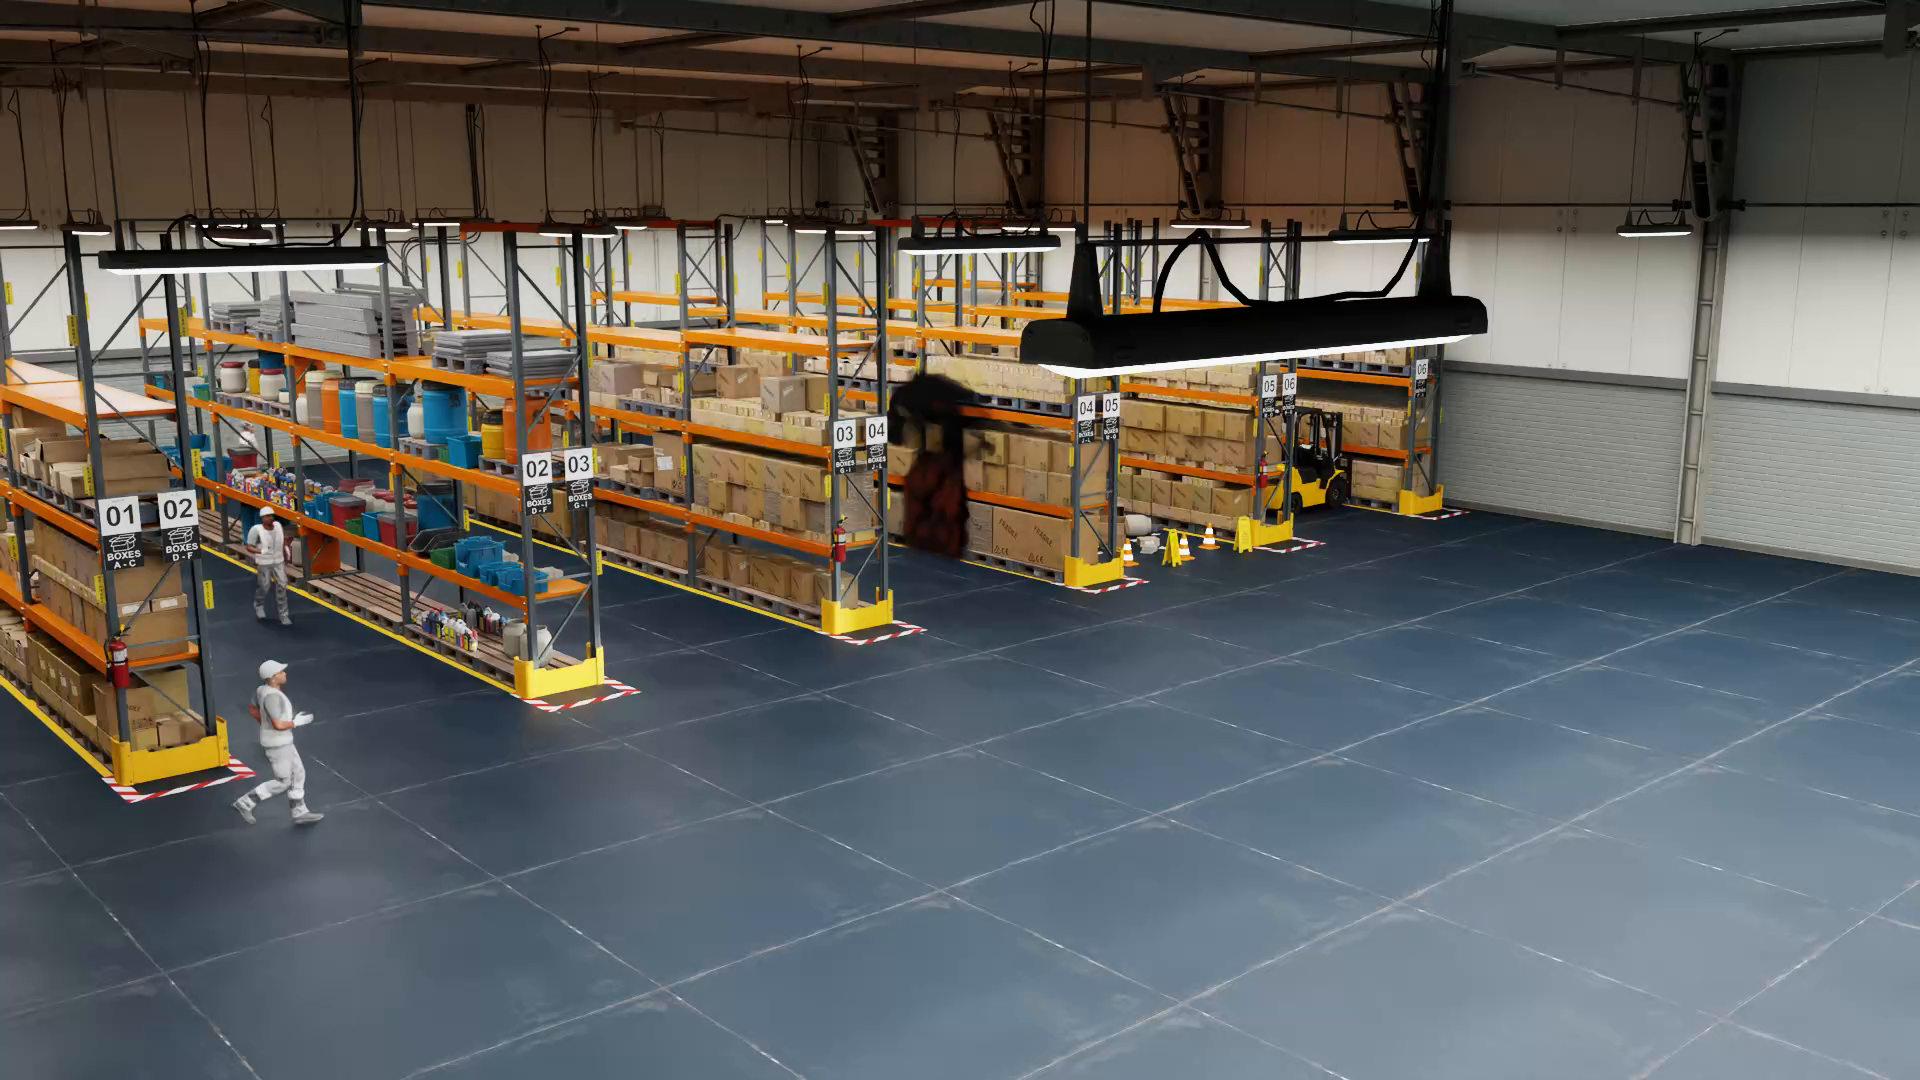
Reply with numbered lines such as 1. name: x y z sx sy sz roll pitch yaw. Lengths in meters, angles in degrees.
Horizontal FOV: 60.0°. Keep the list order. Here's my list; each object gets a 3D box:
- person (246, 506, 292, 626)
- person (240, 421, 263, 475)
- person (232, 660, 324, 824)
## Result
1. person: -10.580 0.380 25.486 0.850 1.832 0.703 10 15 42
2. person: -15.495 -1.724 36.050 0.848 1.754 0.646 -8 14 -36
3. person: -7.031 2.091 17.017 0.860 1.765 0.660 -6 13 -26
